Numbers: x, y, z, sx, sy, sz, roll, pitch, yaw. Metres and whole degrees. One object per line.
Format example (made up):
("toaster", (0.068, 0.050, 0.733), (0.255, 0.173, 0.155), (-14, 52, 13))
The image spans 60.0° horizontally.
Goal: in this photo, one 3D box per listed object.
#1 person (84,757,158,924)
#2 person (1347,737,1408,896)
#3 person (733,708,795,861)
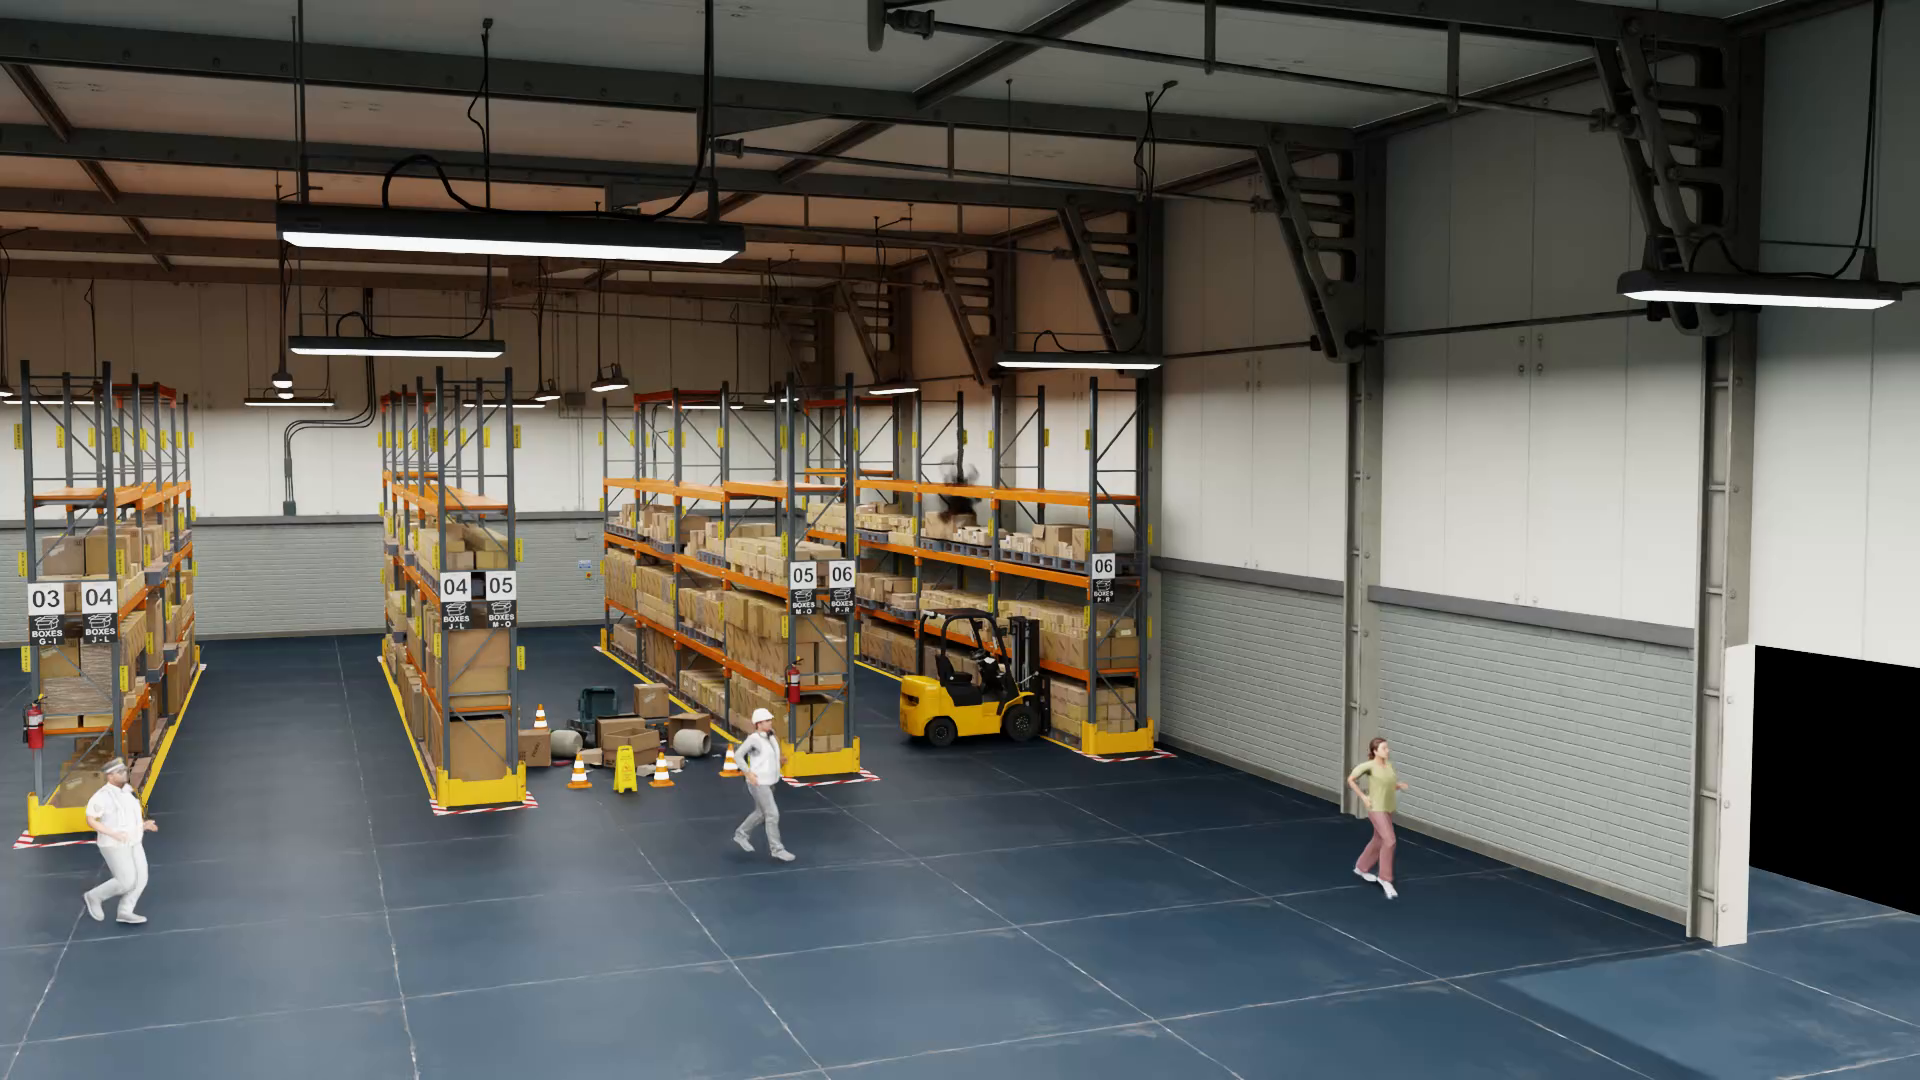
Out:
("person", (-8.681, 3.099, 17.166), (0.627, 1.731, 0.661), (0, 3, 7))
("person", (4.661, 3.051, 18.505), (0.560, 1.723, 0.690), (-3, 4, -39))
("person", (-2.343, 2.893, 19.851), (0.872, 1.774, 0.658), (1, 4, 20))
